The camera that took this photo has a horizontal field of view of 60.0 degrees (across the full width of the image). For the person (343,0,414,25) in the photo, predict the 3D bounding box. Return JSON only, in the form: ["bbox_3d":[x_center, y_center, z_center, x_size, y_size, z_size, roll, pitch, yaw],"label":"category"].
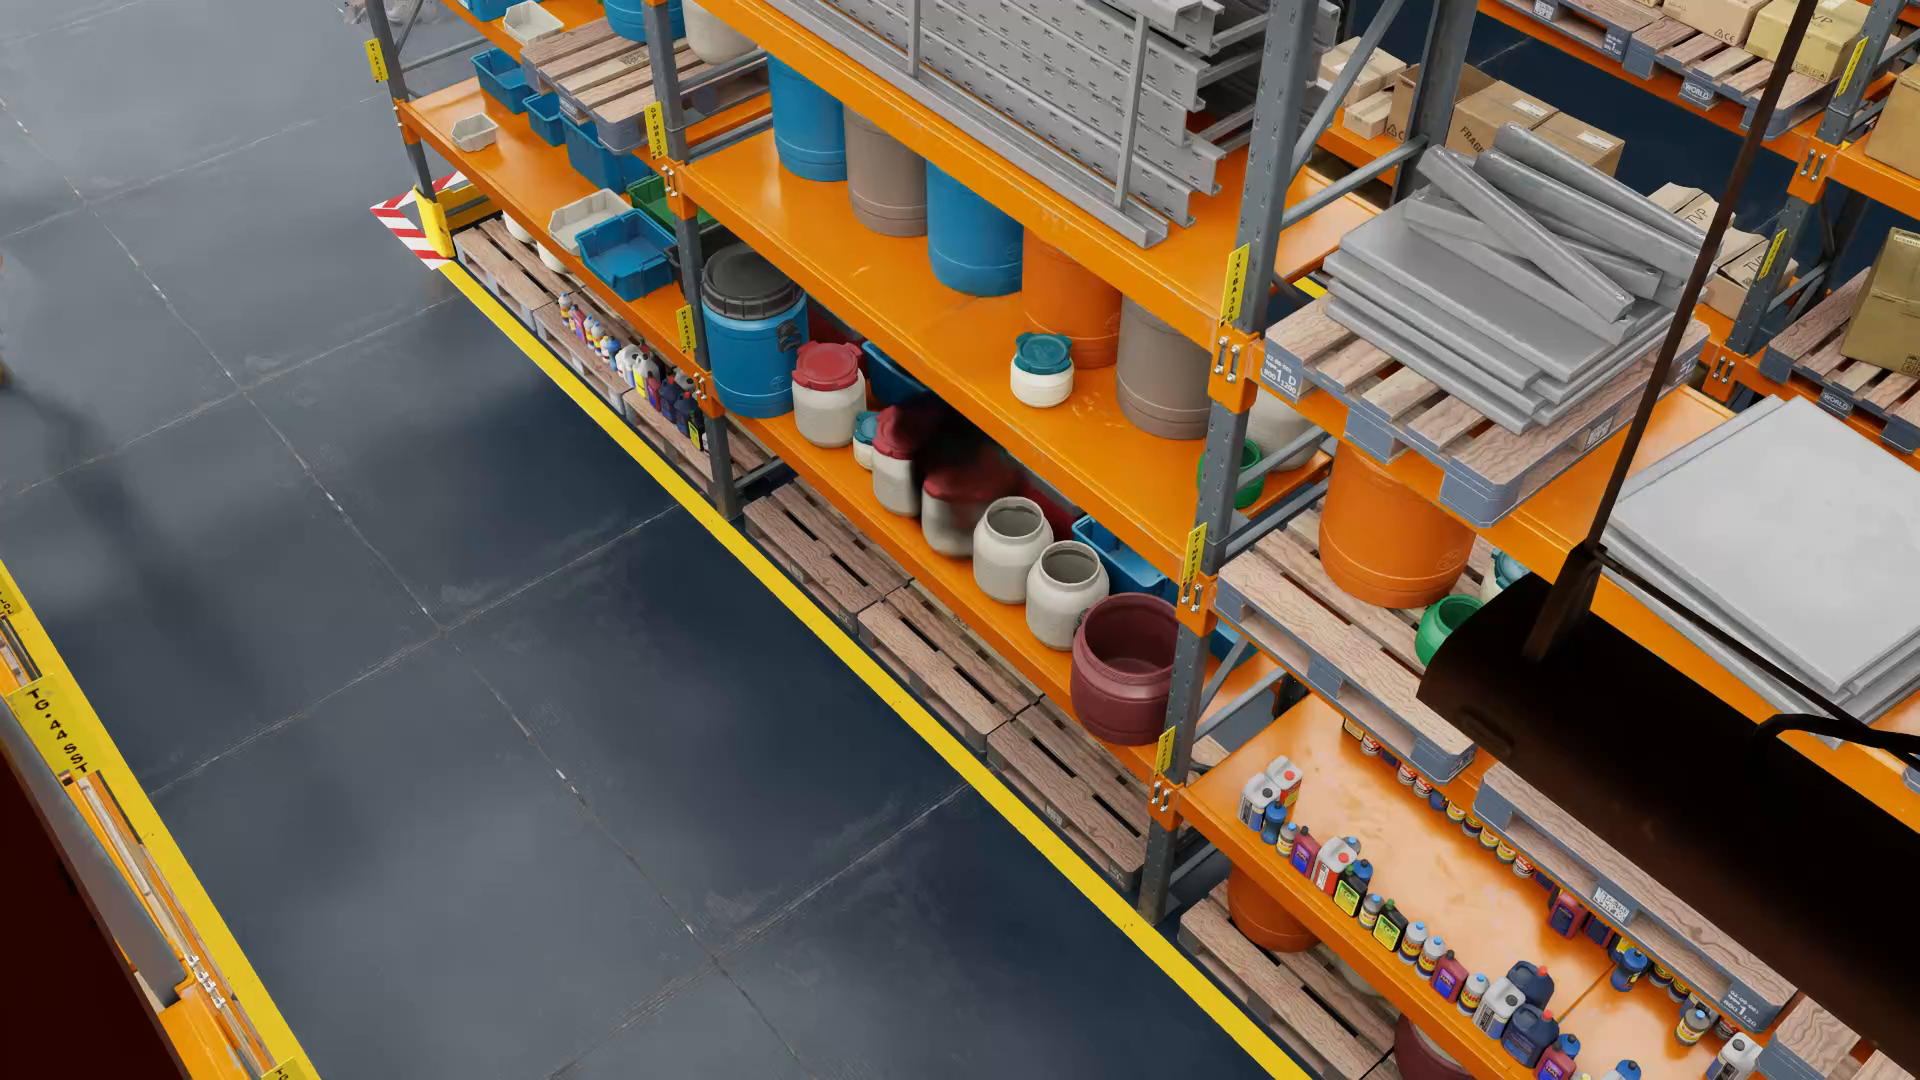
[{"bbox_3d":[-5.467,-5.447,14.946,0.782,1.853,0.637,-12,48,-12],"label":"person"}]
